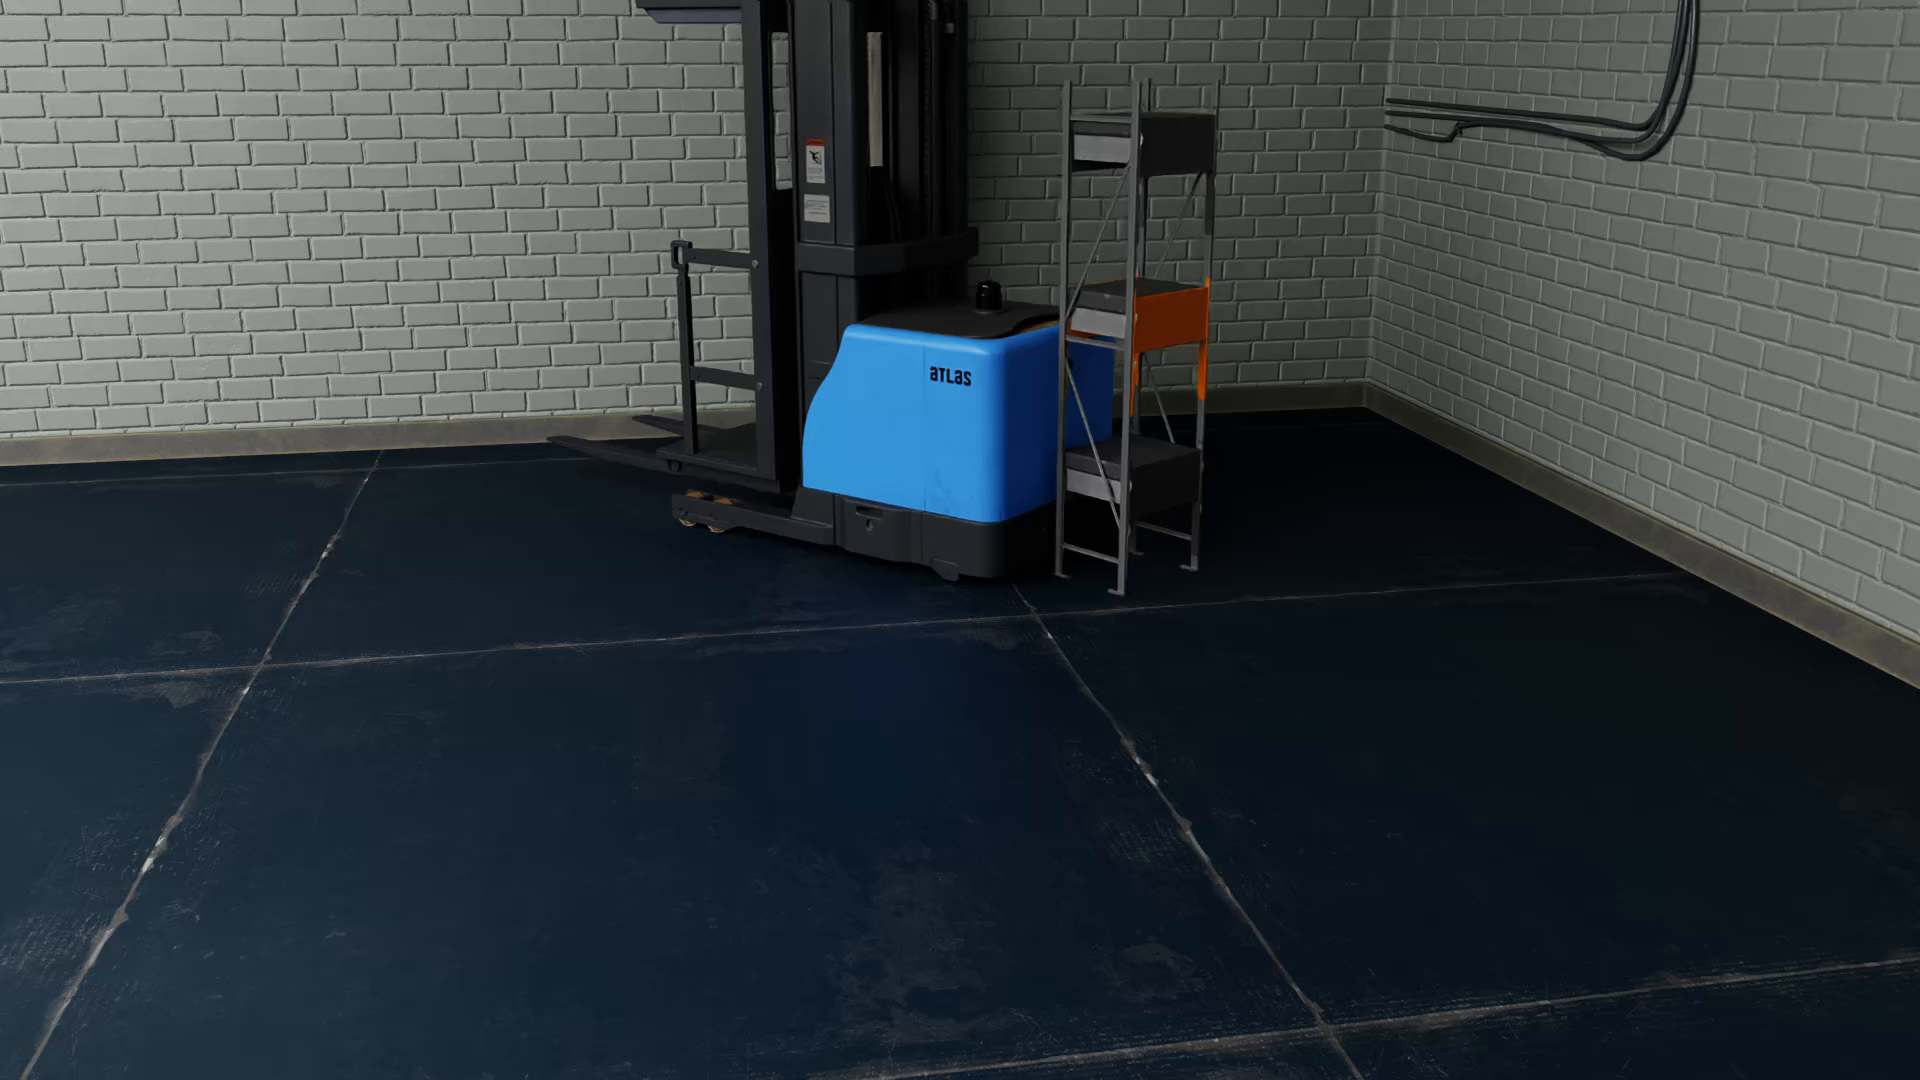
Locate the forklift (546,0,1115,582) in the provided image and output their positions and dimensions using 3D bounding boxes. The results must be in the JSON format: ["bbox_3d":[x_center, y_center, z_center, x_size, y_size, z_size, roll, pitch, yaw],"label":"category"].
[{"bbox_3d":[-0.775,-1.544,7.848,3.031,2.935,1.130,12,21,34],"label":"forklift"}]

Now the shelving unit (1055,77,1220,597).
[{"bbox_3d":[0.737,-0.858,7.029,0.503,2.100,0.431,-15,23,-41],"label":"shelving unit"}]

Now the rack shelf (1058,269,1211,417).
[{"bbox_3d":[0.737,-0.845,7.033,0.480,0.518,0.431,-15,23,-41],"label":"rack shelf"}]

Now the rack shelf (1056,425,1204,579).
[{"bbox_3d":[0.737,-0.176,7.238,0.480,0.518,0.431,-15,23,-41],"label":"rack shelf"}]

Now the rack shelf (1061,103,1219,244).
[{"bbox_3d":[0.737,-1.514,6.827,0.480,0.518,0.431,-15,23,-41],"label":"rack shelf"}]

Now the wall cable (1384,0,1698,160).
[{"bbox_3d":[2.821,-3.249,8.351,0.112,2.526,3.097,-3,17,-10],"label":"wall cable"}]

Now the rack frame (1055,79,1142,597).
[{"bbox_3d":[0.560,-0.809,6.869,0.015,2.100,0.400,-15,23,-41],"label":"rack frame"}]

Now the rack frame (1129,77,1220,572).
[{"bbox_3d":[0.914,-0.907,7.189,0.015,2.100,0.400,-15,23,-41],"label":"rack frame"}]

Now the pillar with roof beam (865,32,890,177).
[{"bbox_3d":[0.494,-3.709,4.562,0.400,9.000,9.100,-3,17,-10],"label":"pillar with roof beam"}]
